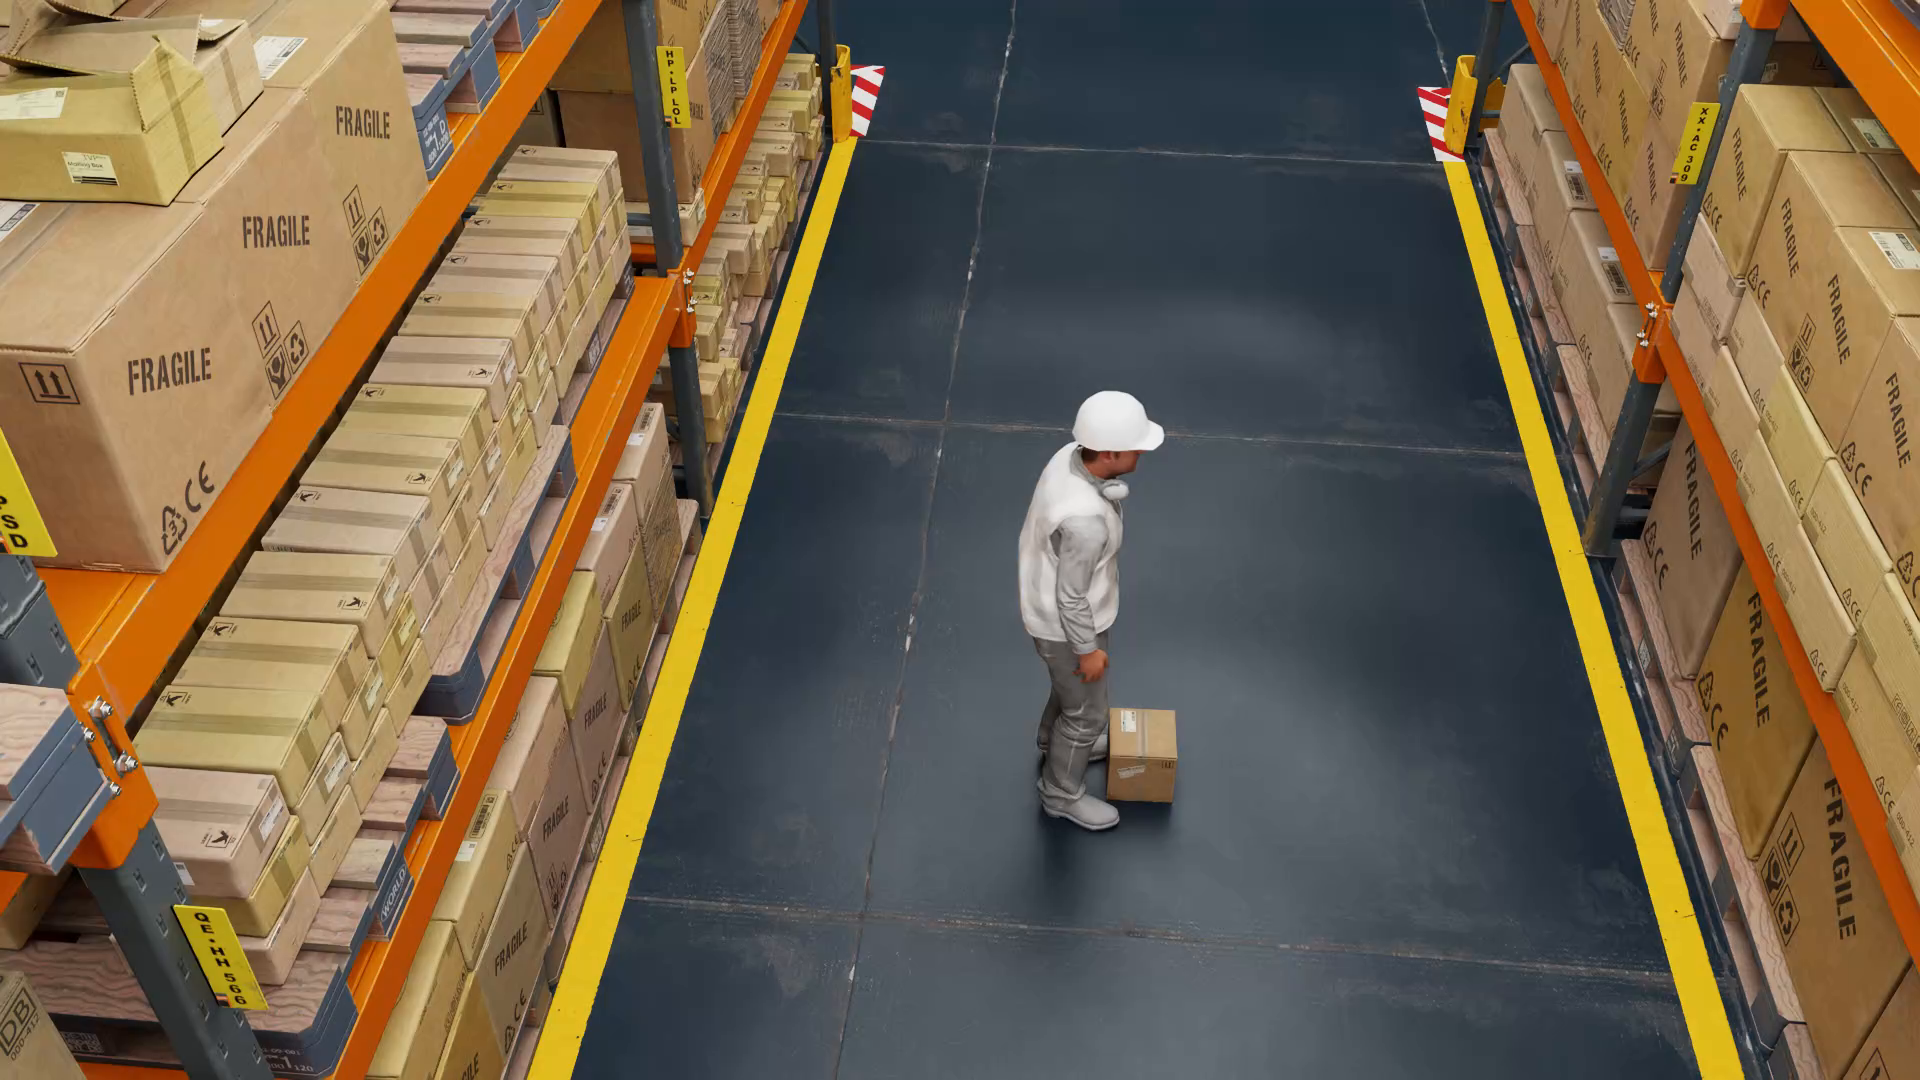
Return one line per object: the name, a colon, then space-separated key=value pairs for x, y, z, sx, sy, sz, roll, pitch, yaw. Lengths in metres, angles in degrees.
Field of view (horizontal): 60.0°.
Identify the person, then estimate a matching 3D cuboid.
person: x=0.430 y=0.230 z=5.860 sx=0.460 sy=1.769 sz=0.579 roll=3 pitch=40 yaw=4
